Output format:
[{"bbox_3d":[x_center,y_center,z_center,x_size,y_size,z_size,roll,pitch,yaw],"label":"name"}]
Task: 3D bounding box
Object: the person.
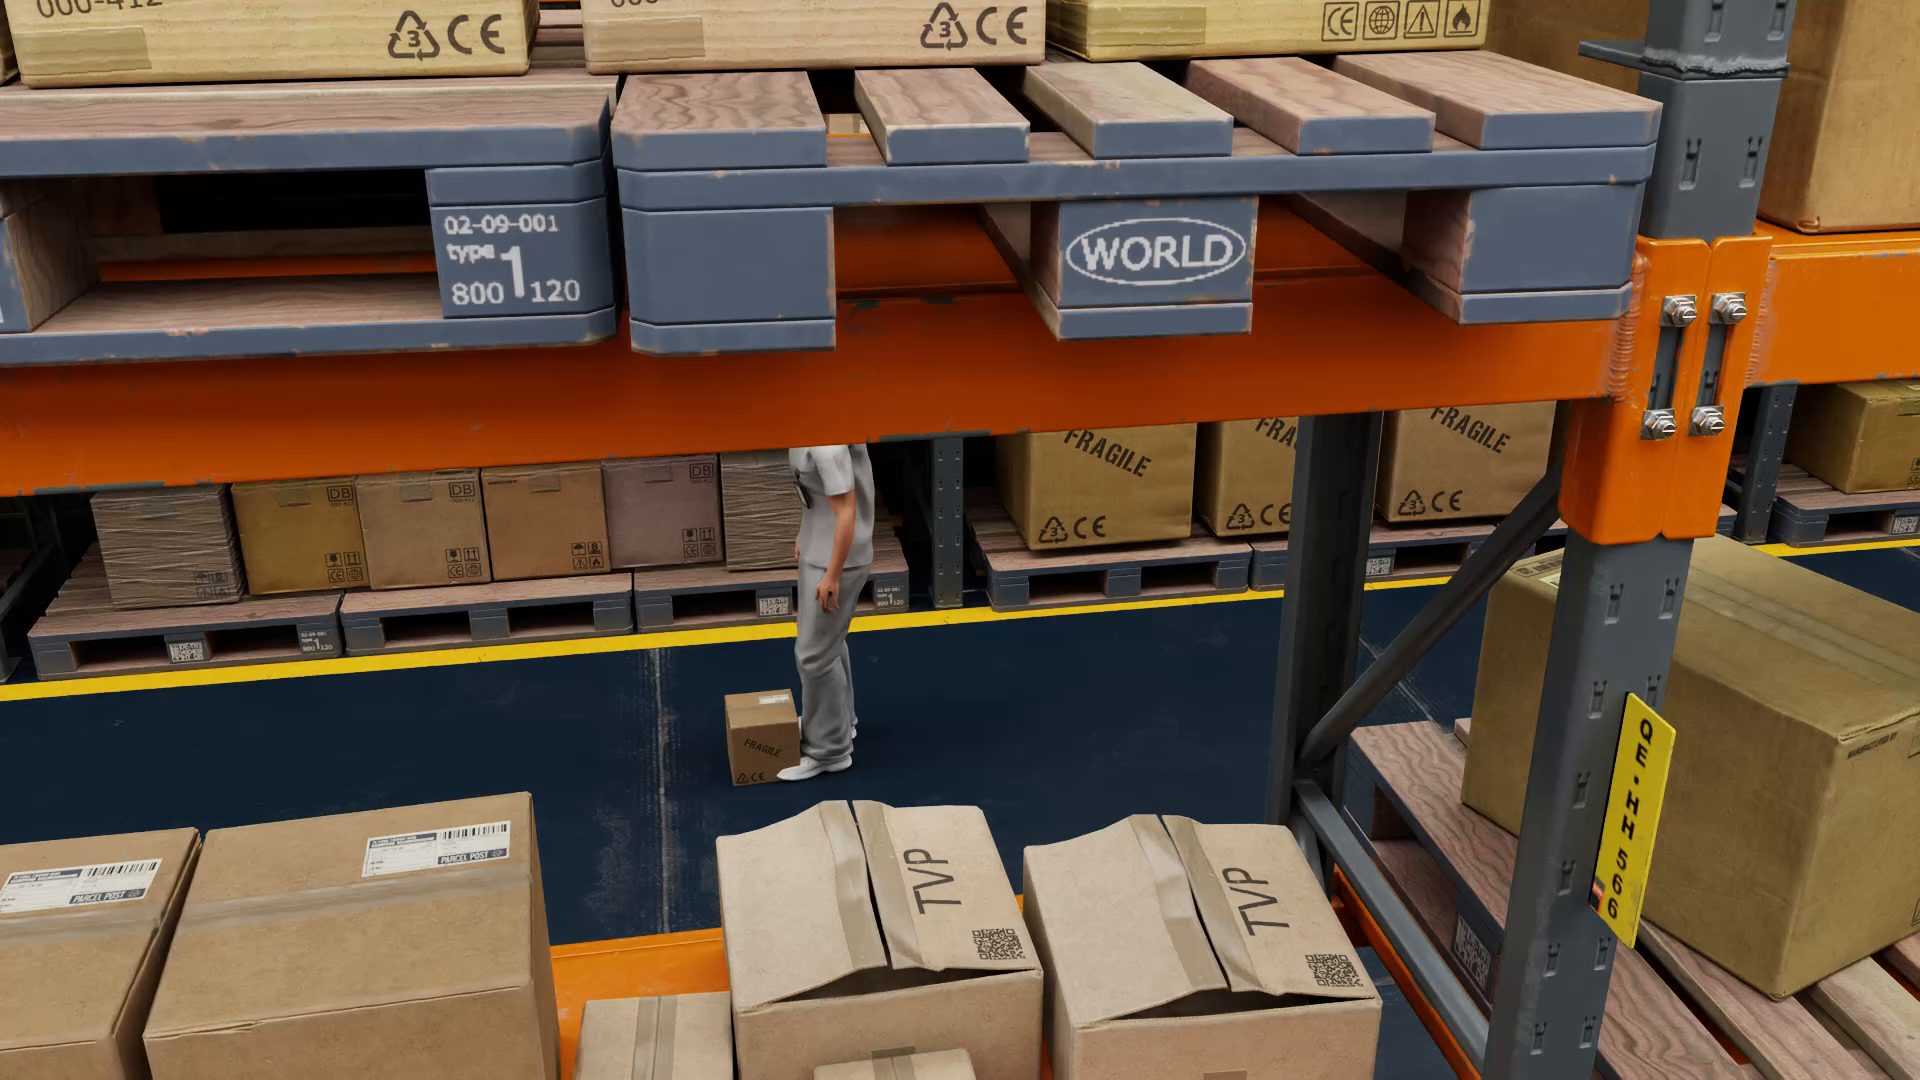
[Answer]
[{"bbox_3d":[-0.518,0.063,5.955,0.417,1.671,0.512,-6,24,-13],"label":"person"}]
